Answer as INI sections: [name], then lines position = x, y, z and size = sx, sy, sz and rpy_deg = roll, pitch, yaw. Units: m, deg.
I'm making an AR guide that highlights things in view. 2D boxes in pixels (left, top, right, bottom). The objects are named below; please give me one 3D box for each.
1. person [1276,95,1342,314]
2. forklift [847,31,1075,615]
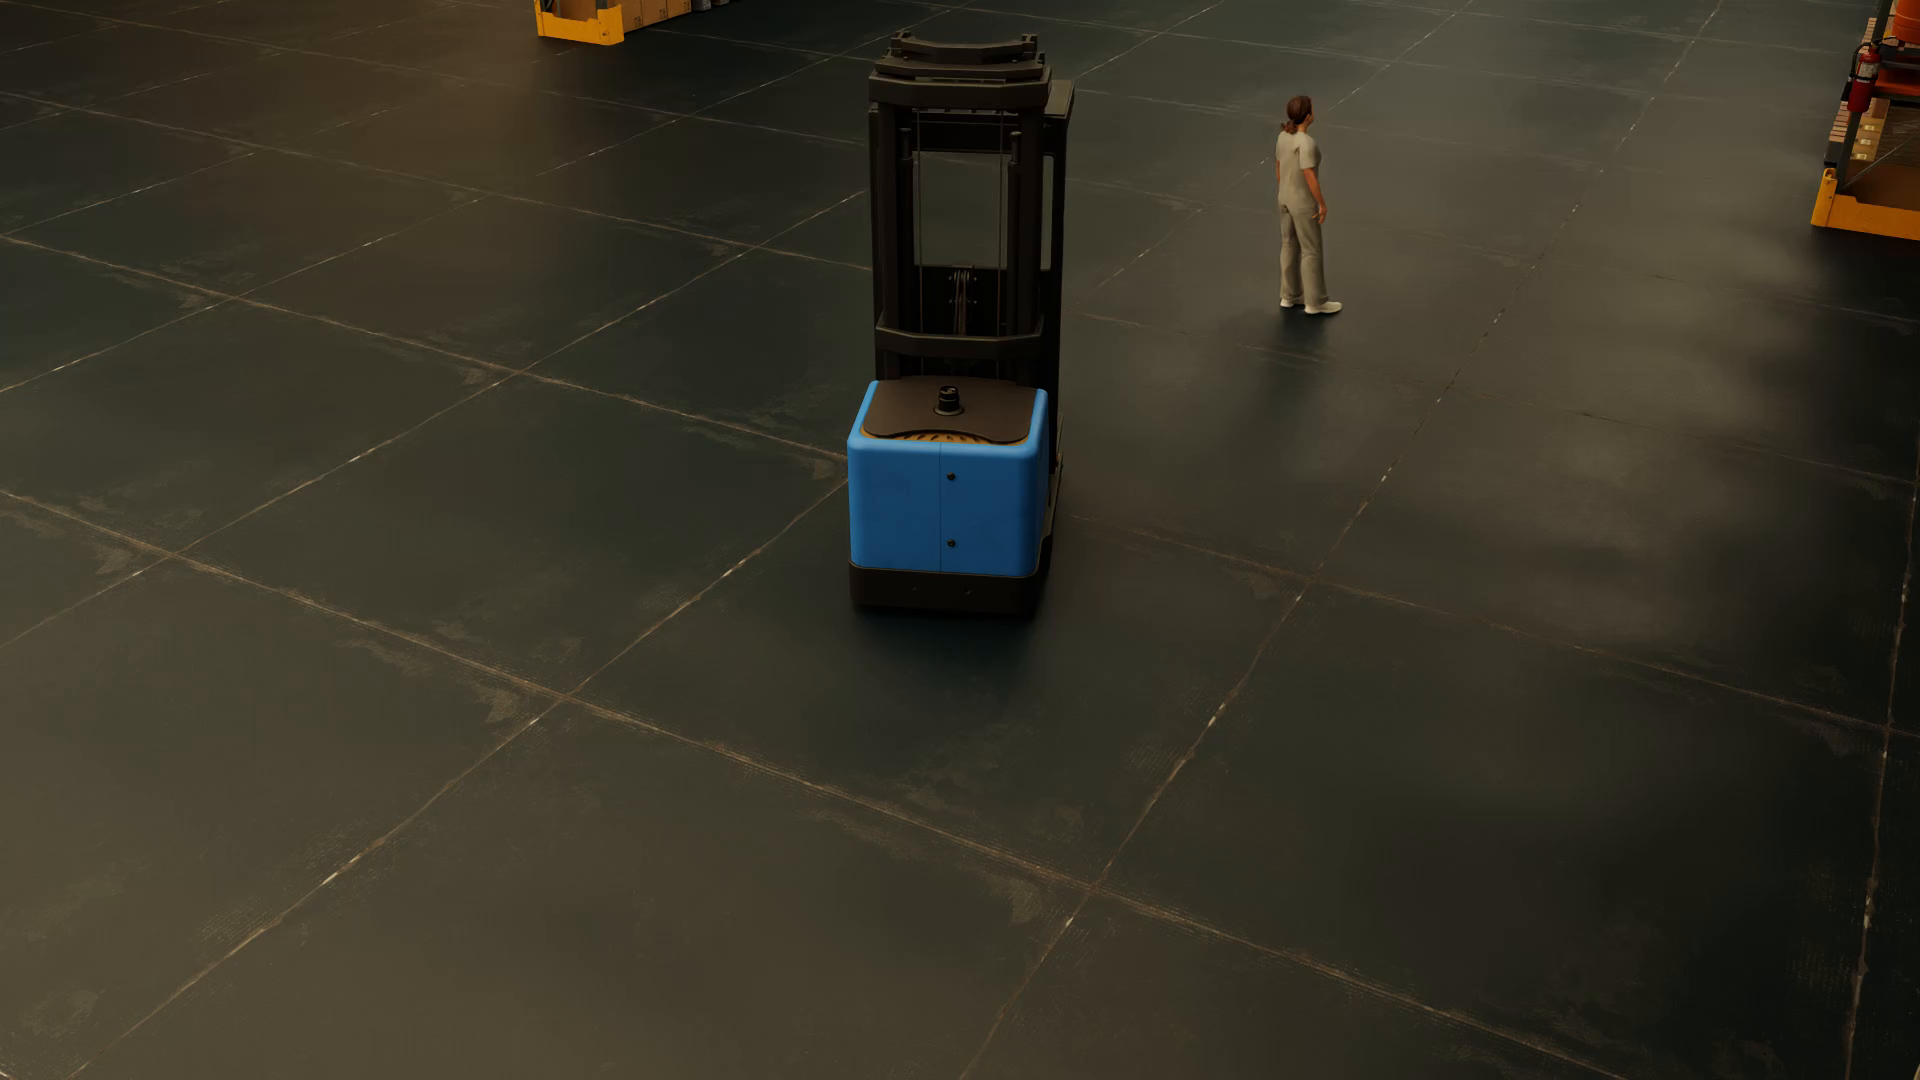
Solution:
[person]
position = 2.671, -2.595, 12.813
size = 0.543, 1.677, 0.542
rpy_deg = -13, 32, -21
[forklift]
position = 0.072, -1.572, 9.794
size = 1.130, 2.935, 3.031
rpy_deg = 3, 30, 6
